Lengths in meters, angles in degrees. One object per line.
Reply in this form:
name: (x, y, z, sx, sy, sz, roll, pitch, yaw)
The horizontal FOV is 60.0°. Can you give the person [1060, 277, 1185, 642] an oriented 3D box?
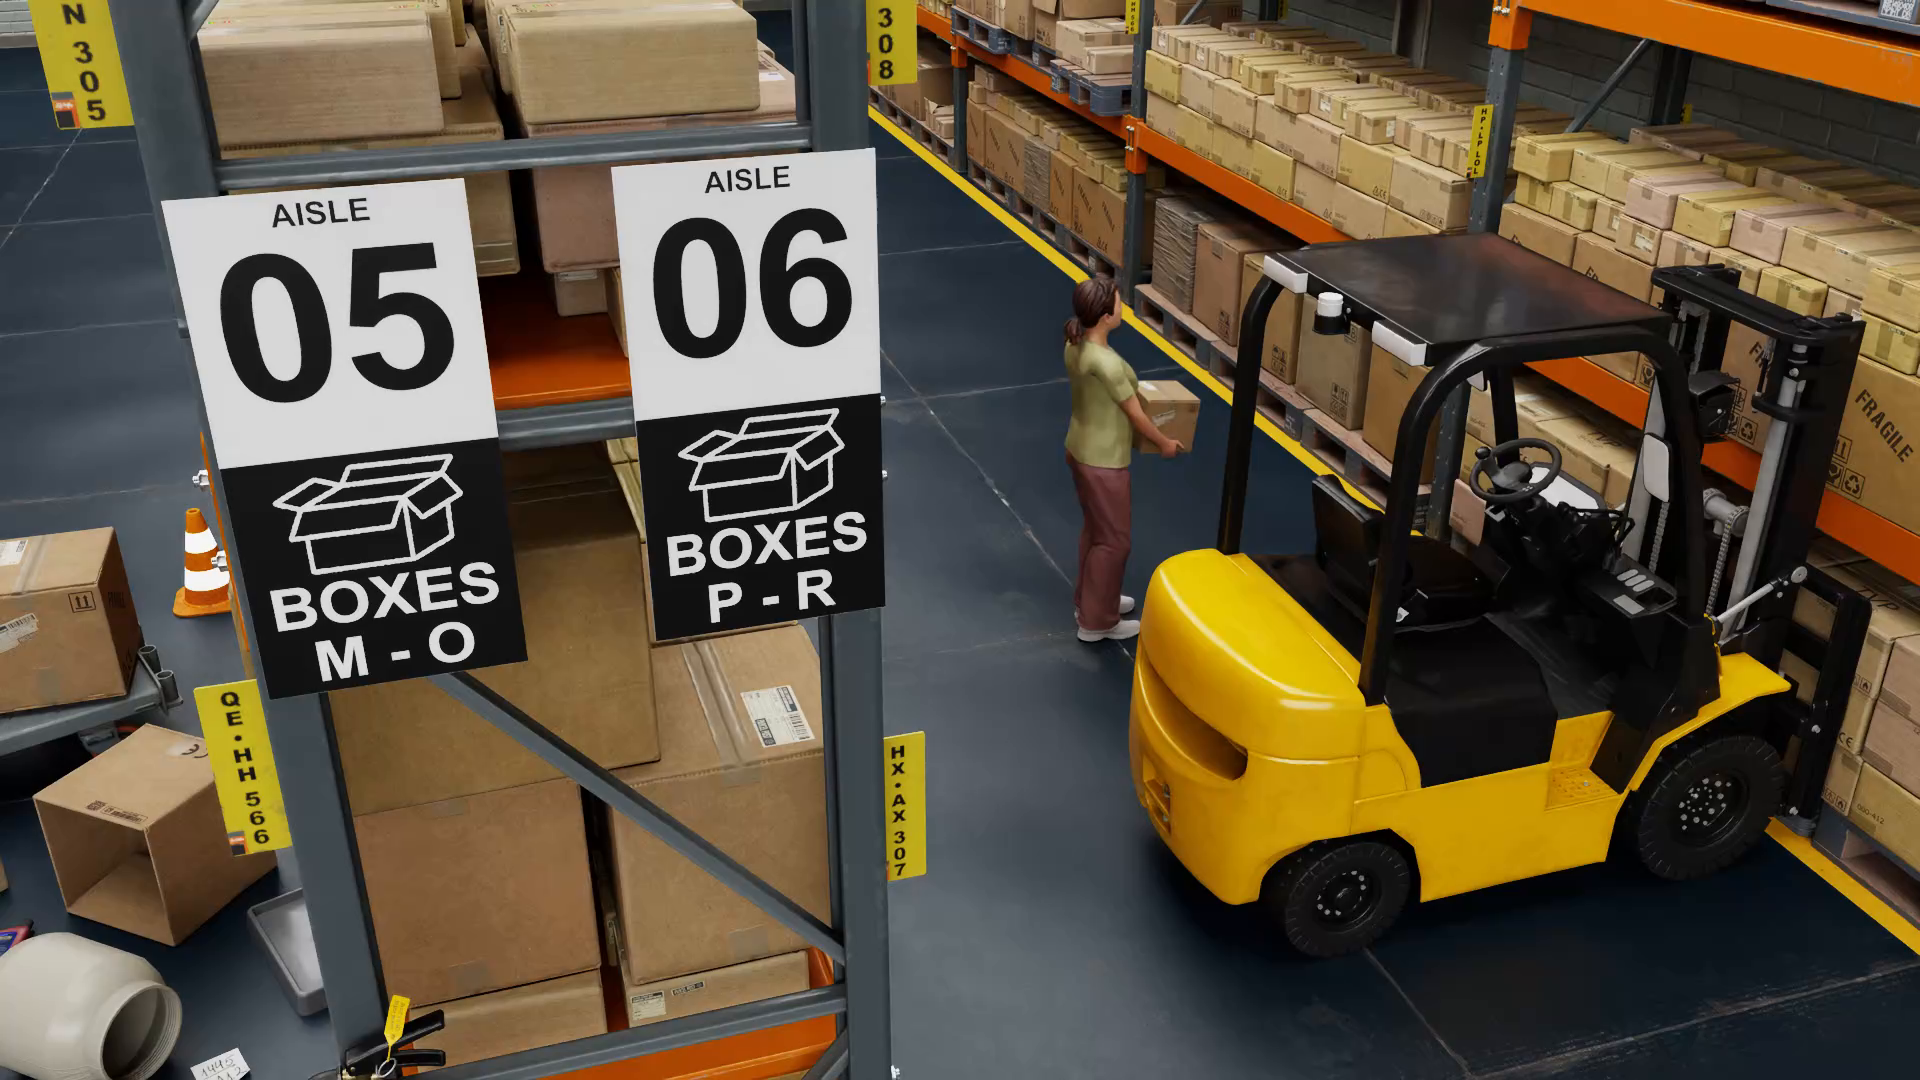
person: (0.709, -0.344, 7.373, 0.491, 1.622, 0.421, -8, 28, -16)
